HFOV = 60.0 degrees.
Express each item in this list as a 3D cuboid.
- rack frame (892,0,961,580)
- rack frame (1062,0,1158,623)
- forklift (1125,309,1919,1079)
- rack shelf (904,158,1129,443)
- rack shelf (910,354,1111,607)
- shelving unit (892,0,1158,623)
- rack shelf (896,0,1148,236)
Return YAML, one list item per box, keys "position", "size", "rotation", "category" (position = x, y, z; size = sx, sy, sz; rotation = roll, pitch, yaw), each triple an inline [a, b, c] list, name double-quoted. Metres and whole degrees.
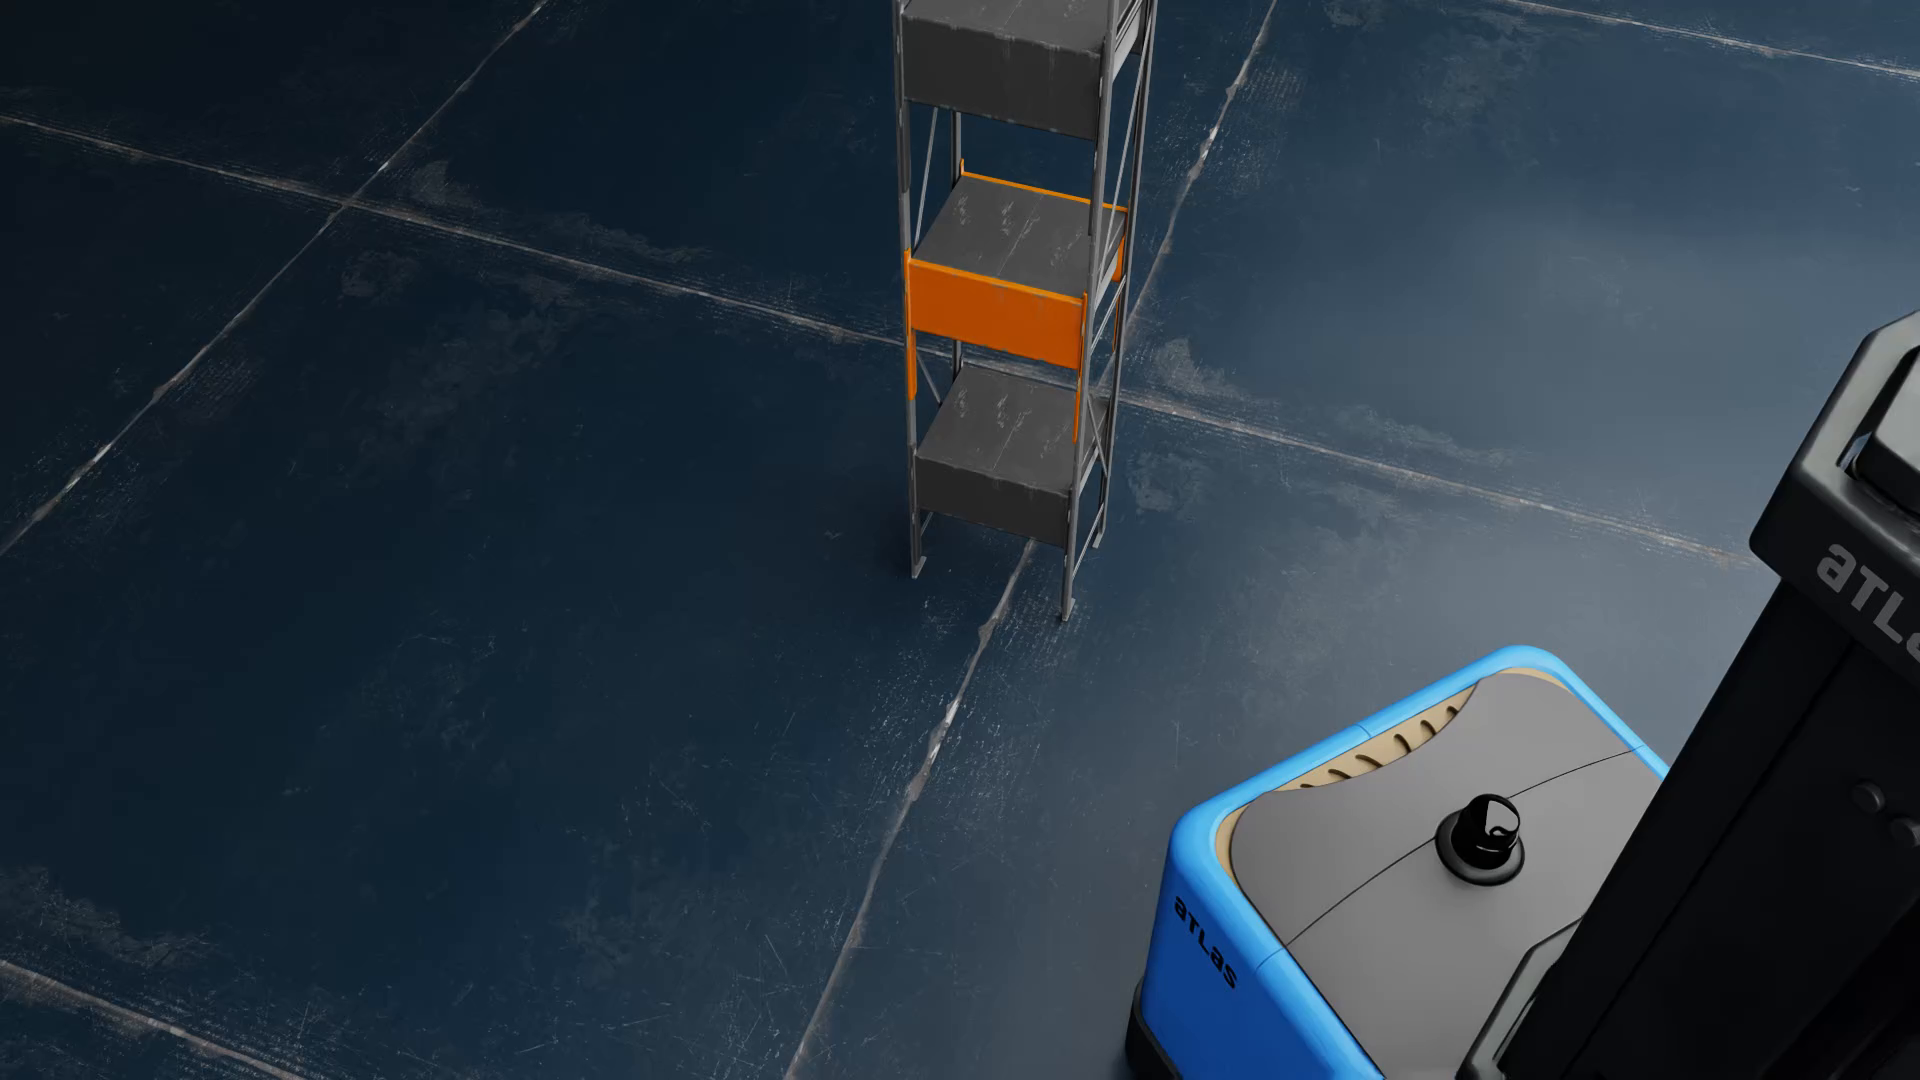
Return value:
- position: [-0.074, -0.708, 4.474]
  size: [0.015, 2.100, 0.400]
  rotation: [16, 51, 13]
  category: "rack frame"
- position: [0.384, -0.580, 4.364]
  size: [0.015, 2.100, 0.400]
  rotation: [16, 51, 13]
  category: "rack frame"
- position: [1.573, 1.100, 2.357]
  size: [1.130, 2.935, 3.031]
  rotation: [-23, 53, -19]
  category: "forklift"
- position: [0.155, -0.635, 4.429]
  size: [0.480, 0.518, 0.431]
  rotation: [16, 51, 13]
  category: "rack shelf"
- position: [0.155, -0.177, 4.958]
  size: [0.480, 0.518, 0.431]
  rotation: [16, 51, 13]
  category: "rack shelf"
- position: [0.155, -0.644, 4.419]
  size: [0.503, 2.100, 0.431]
  rotation: [16, 51, 13]
  category: "shelving unit"
- position: [0.155, -1.094, 3.900]
  size: [0.480, 0.518, 0.431]
  rotation: [16, 51, 13]
  category: "rack shelf"
